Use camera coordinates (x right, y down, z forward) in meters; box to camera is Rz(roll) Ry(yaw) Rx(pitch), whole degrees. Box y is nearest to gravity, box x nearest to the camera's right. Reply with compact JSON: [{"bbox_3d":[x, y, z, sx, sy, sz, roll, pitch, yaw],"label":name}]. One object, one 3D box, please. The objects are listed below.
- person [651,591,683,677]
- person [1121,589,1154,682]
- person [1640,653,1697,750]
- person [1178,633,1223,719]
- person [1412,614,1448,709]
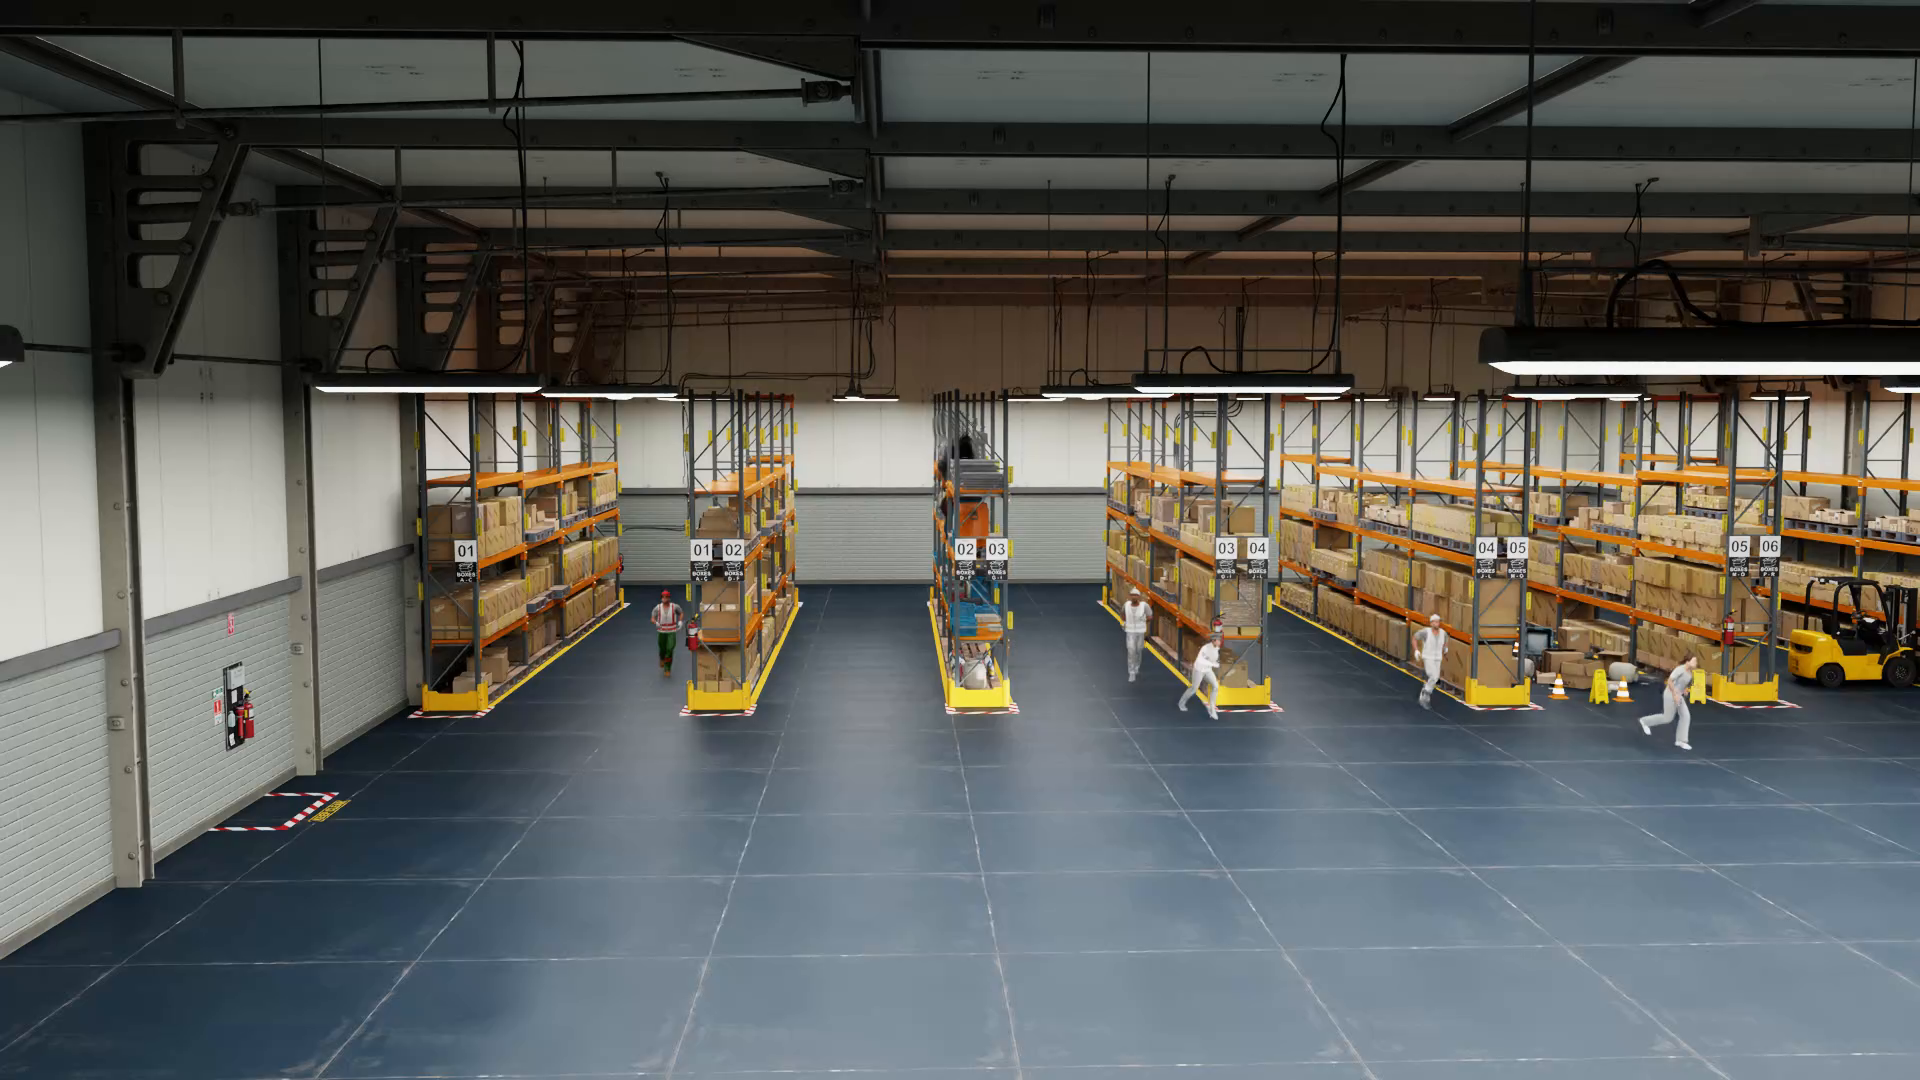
[{"bbox_3d":[-6.209,1.962,35.281,0.667,1.786,0.956,0,5,-5],"label":"person"},{"bbox_3d":[3.533,1.872,33.181,0.655,1.826,0.854,1,5,7],"label":"person"},{"bbox_3d":[11.912,2.667,27.960,0.916,1.625,0.574,4,6,41],"label":"person"},{"bbox_3d":[4.436,2.471,30.580,0.939,1.619,0.657,5,6,44],"label":"person"},{"bbox_3d":[8.948,2.303,31.430,0.634,1.806,0.632,-1,5,-16],"label":"person"}]
